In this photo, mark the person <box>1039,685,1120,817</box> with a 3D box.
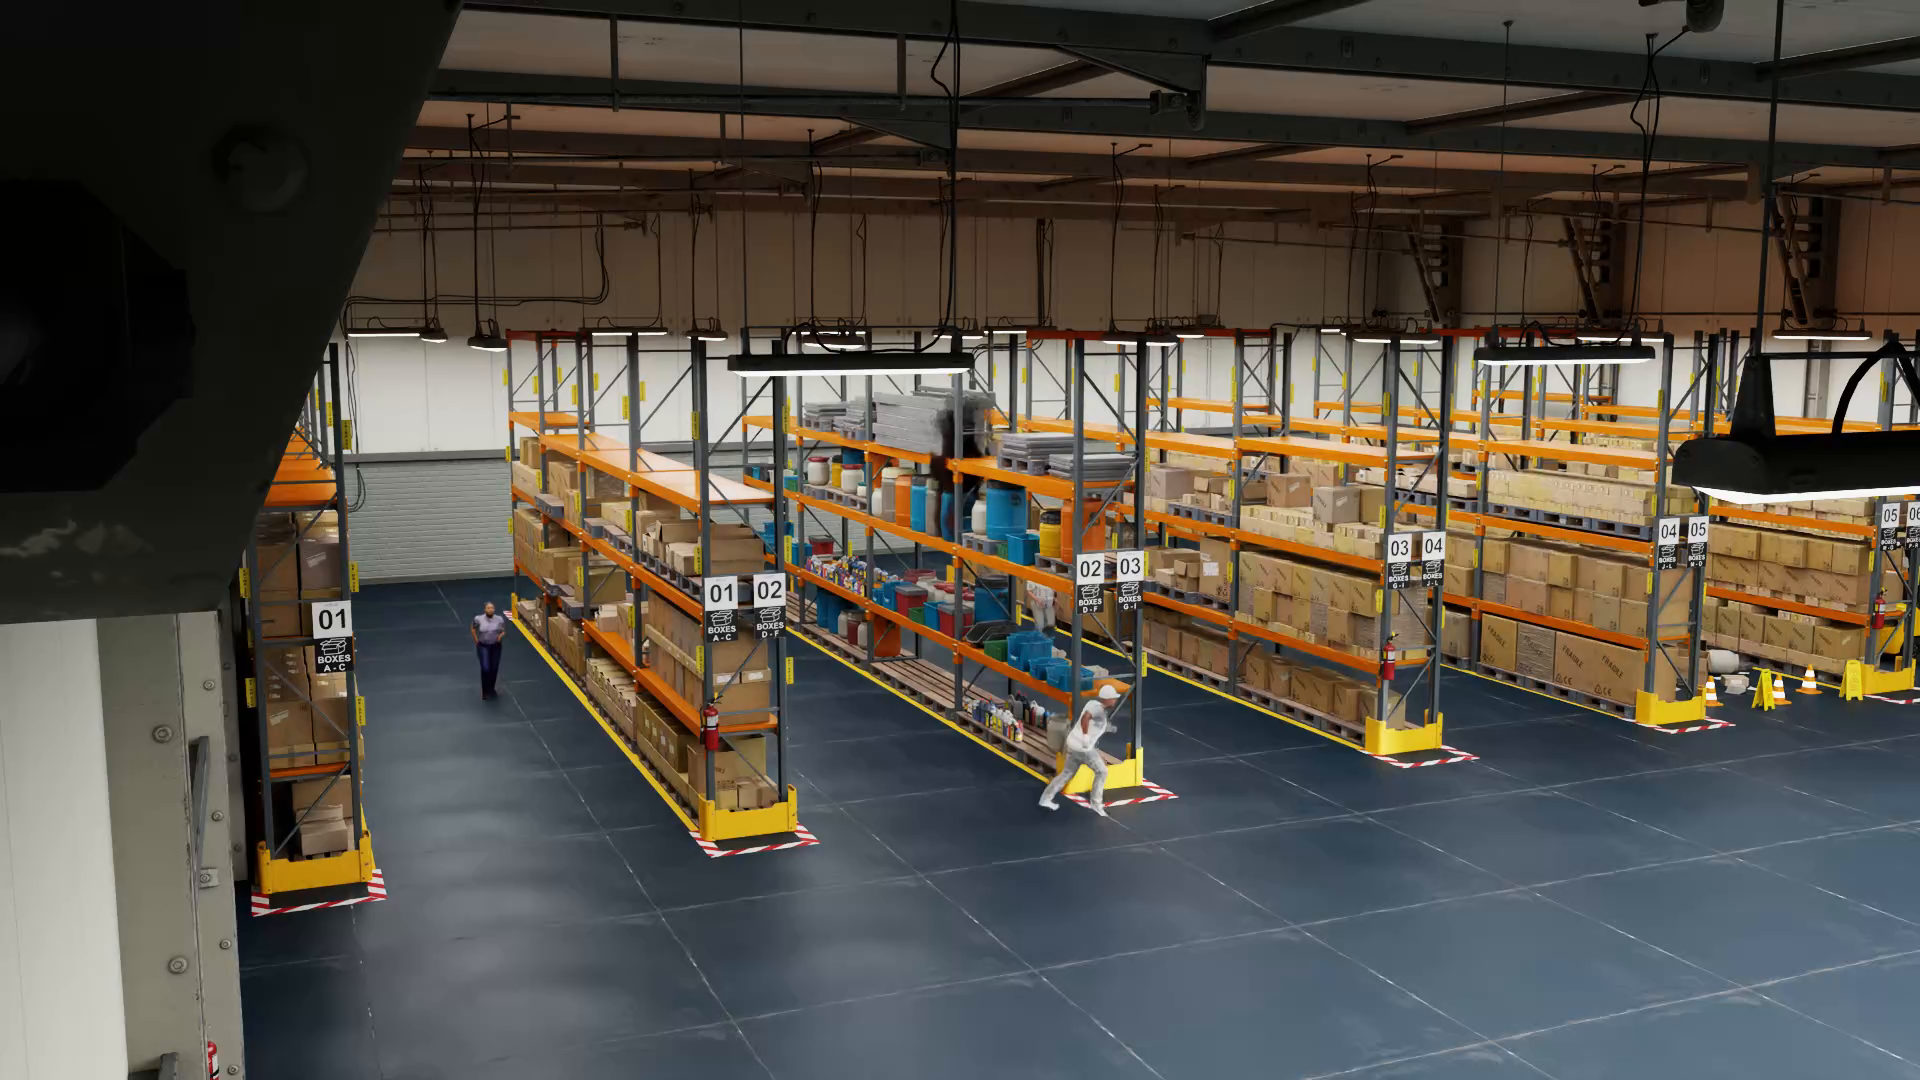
[{"bbox_3d":[1.507,2.690,20.945,1.026,1.730,0.733,-1,8,-5],"label":"person"}]

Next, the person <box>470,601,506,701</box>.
[{"bbox_3d":[-7.755,1.829,27.422,0.524,1.649,0.797,-4,9,-28],"label":"person"}]

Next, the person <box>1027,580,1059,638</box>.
[{"bbox_3d":[1.588,1.218,31.379,0.652,1.726,0.590,-3,8,-20],"label":"person"}]
